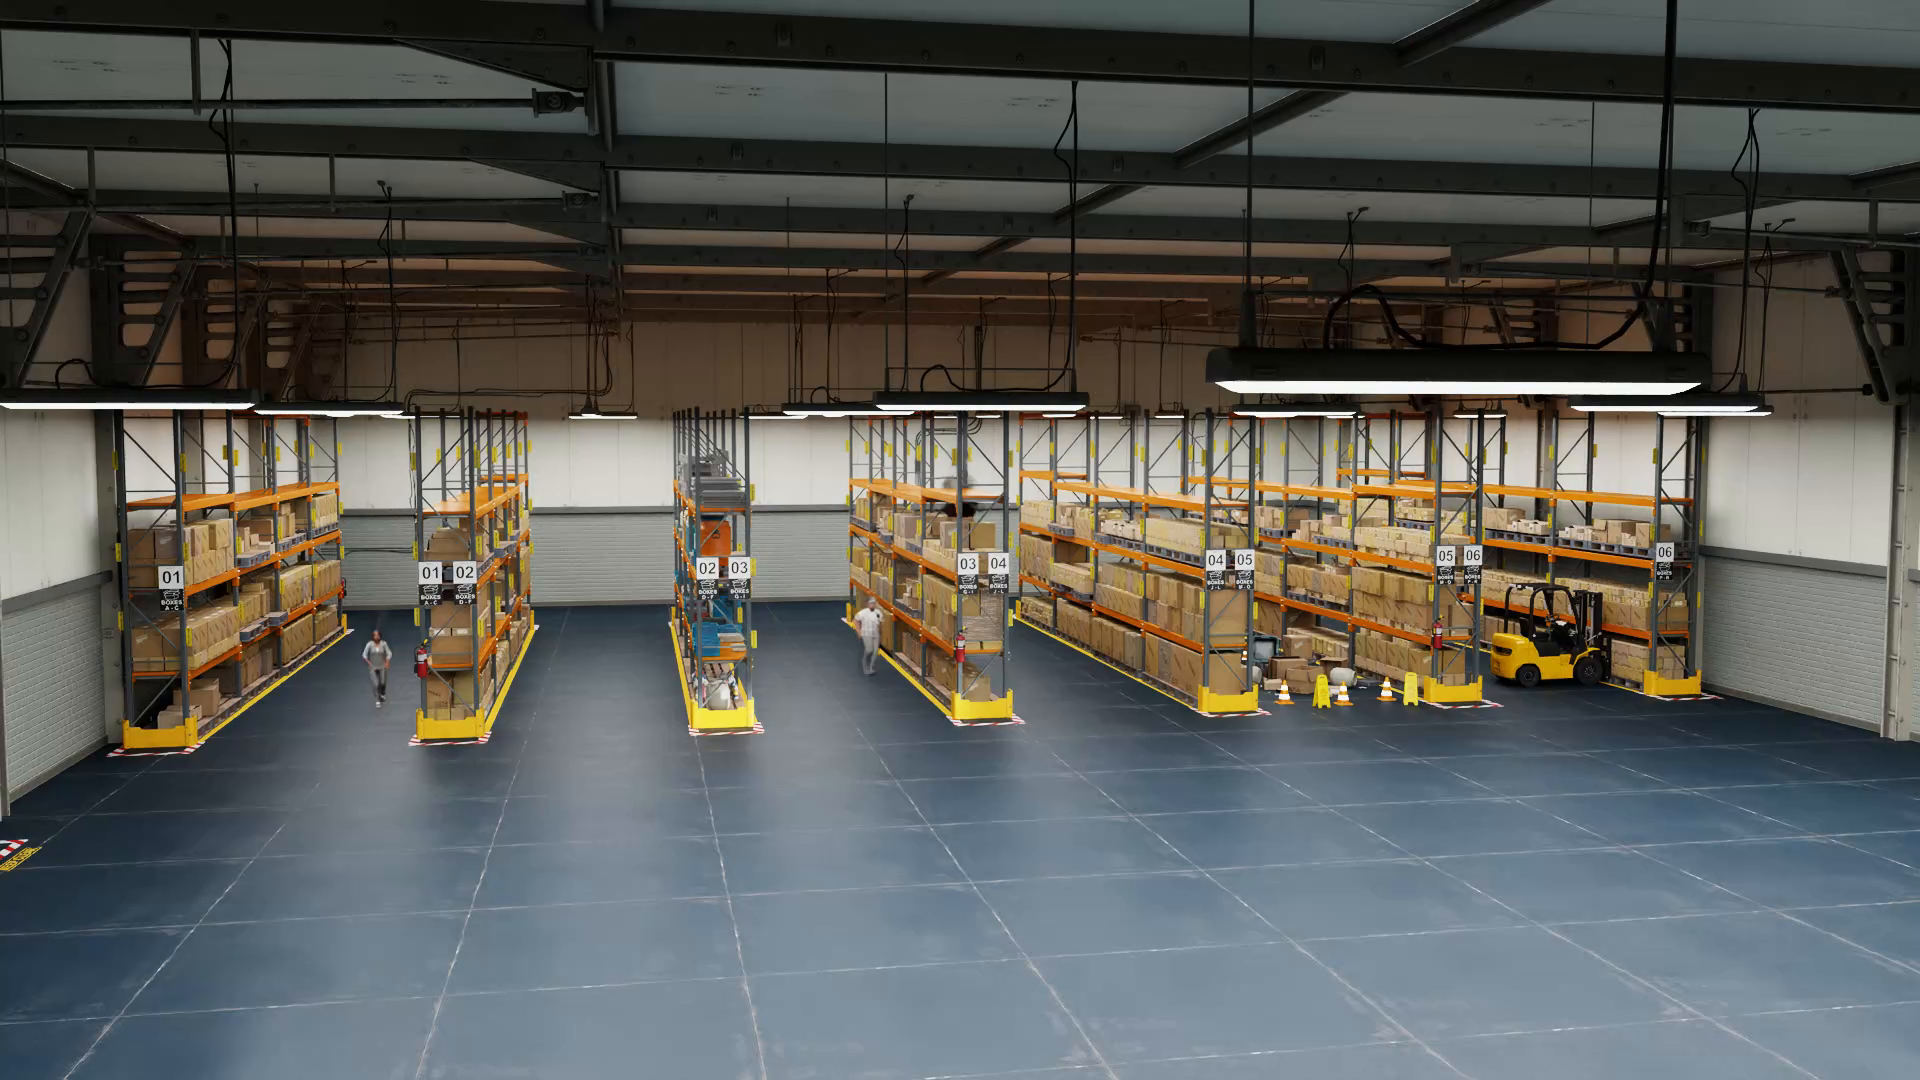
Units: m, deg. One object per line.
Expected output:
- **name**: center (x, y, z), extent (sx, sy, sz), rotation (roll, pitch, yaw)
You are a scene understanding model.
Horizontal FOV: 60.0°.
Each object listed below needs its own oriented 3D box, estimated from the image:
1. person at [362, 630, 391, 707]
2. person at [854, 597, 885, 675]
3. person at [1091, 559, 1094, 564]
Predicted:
- **person**: center (-11.663, 2.576, 33.261), extent (0.553, 1.563, 0.533), rotation (-2, 4, -21)
- **person**: center (-1.995, 2.170, 37.583), extent (0.652, 1.773, 0.653), rotation (-2, 4, -24)
- **person**: center (3.860, 1.408, 48.222), extent (0.665, 1.711, 0.963), rotation (-2, 4, -22)
